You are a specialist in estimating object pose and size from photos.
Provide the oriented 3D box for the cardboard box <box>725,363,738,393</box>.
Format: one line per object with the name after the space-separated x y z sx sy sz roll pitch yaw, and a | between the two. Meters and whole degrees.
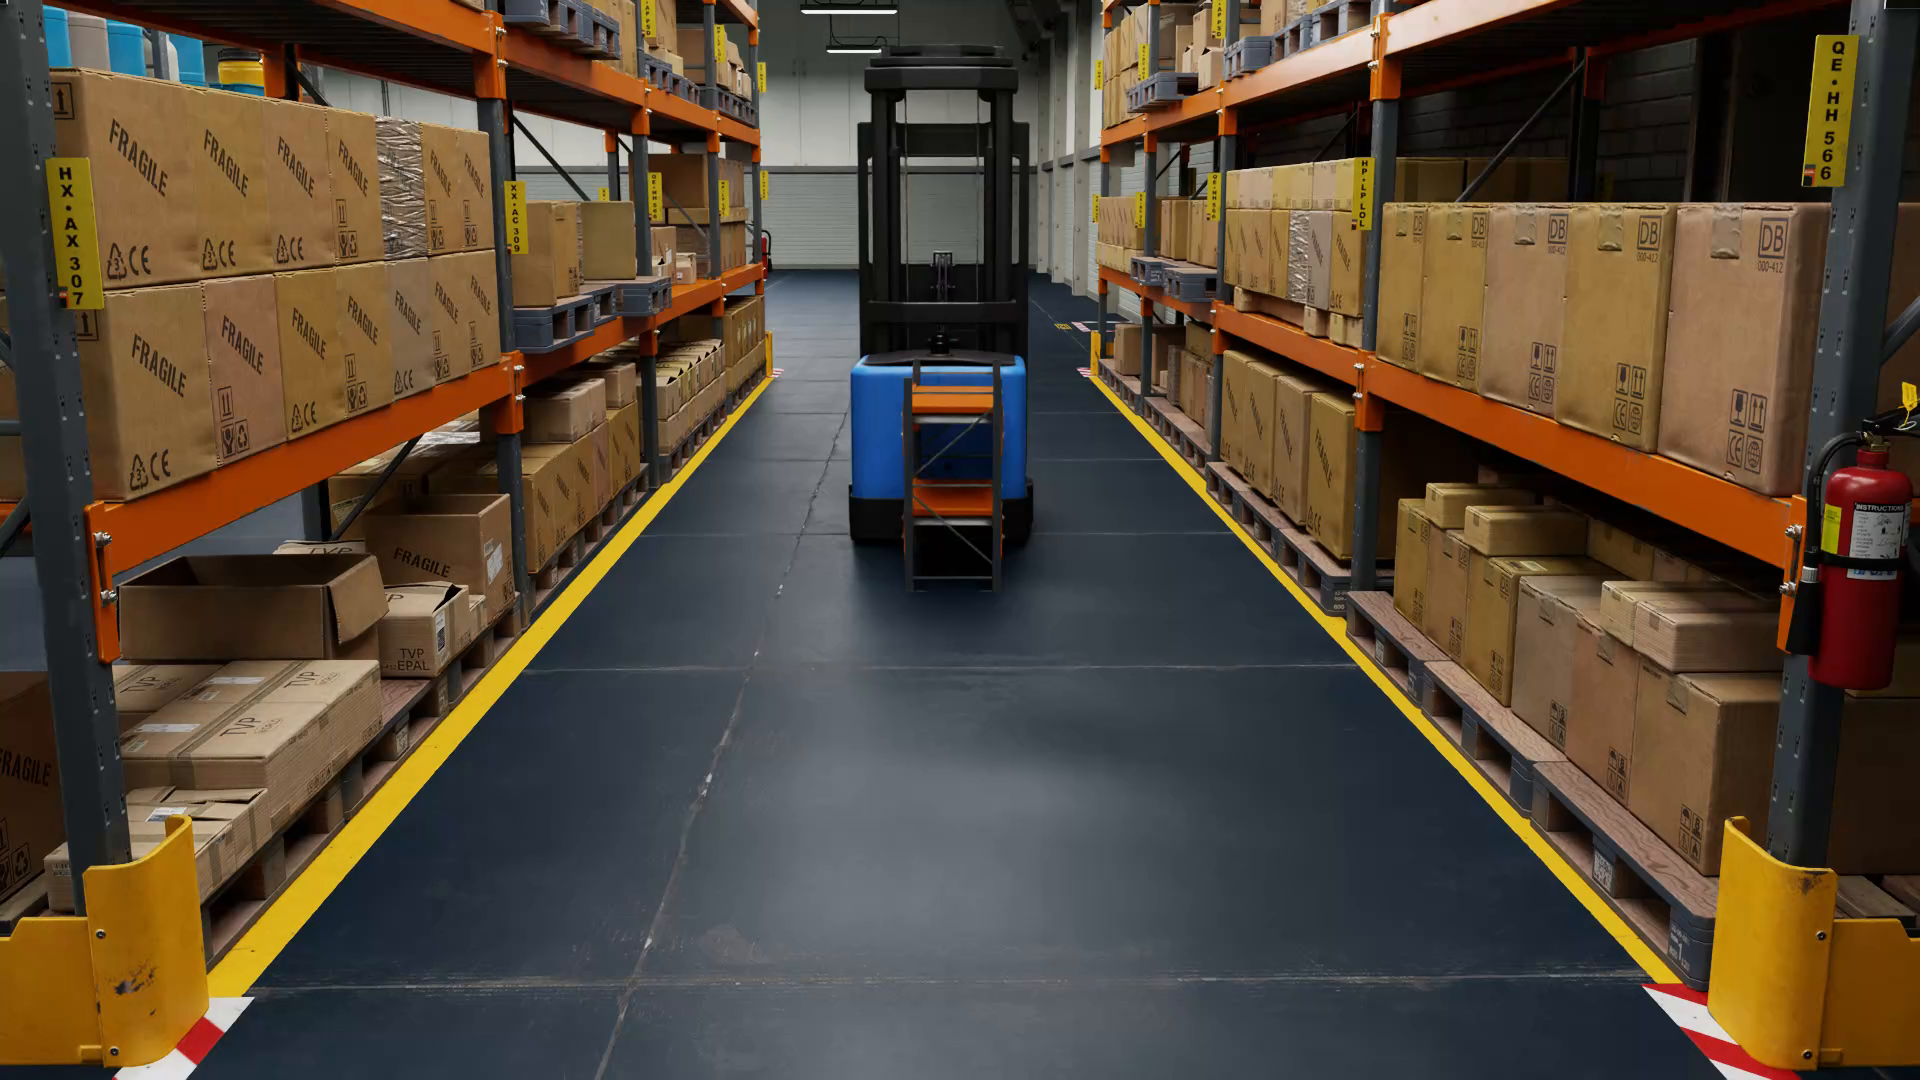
-2.436 -1.580 16.160 0.500 0.250 0.500 0 11 -1 | cardboard box

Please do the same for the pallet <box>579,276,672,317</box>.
-2.562 -1.604 10.905 1.213 0.211 1.003 0 11 -1 | pallet

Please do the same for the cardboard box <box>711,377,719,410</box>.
-2.422 -1.304 14.804 0.500 0.250 0.500 0 11 -2 | cardboard box

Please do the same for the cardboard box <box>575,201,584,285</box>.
-2.693 -1.780 9.982 0.700 0.500 0.500 2 12 10 | cardboard box

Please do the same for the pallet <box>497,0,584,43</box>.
-2.507 -2.546 7.990 1.213 0.211 1.003 0 11 -1 | pallet

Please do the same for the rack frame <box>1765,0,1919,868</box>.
2.471 -0.264 3.814 1.000 3.000 0.127 0 11 -1 | rack frame

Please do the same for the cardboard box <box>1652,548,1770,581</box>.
2.537 0.122 5.513 0.380 0.149 0.250 0 11 0 | cardboard box

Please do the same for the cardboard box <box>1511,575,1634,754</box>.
2.335 0.417 5.688 0.700 0.500 0.500 -1 11 -3 | cardboard box

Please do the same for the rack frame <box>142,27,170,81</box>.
-7.682 -5.548 14.775 1.000 3.000 0.127 0 11 -1 | rack frame

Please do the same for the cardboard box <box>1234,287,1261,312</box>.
1.999 -1.571 10.839 0.380 0.149 0.250 0 11 1 | cardboard box

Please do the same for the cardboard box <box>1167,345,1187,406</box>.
2.255 -1.493 15.056 0.700 0.500 0.500 0 11 1 | cardboard box

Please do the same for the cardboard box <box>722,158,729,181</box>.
-2.776 -3.700 17.239 0.700 0.500 0.500 0 11 -1 | cardboard box

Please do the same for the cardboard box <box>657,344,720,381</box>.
-2.417 -1.578 14.743 0.500 0.311 0.500 0 11 0 | cardboard box

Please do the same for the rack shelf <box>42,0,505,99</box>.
-2.523 -1.758 5.443 1.077 0.370 4.000 0 11 -1 | rack shelf

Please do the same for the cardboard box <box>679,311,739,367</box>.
-2.426 -1.947 16.086 0.500 0.500 0.500 0 11 -1 | cardboard box

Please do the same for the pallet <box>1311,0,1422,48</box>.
2.320 -2.617 8.352 0.805 0.209 1.217 -1 11 -3 | pallet

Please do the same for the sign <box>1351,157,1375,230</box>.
1.846 -1.583 7.606 0.100 0.325 0.005 0 11 -1 | sign

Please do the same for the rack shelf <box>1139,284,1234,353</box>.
2.265 -1.899 13.684 1.077 0.370 4.000 0 11 -1 | rack shelf

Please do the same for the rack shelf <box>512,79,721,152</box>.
-2.688 -3.348 13.282 1.077 0.370 4.000 0 11 -1 | rack shelf

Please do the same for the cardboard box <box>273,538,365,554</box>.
-2.772 0.149 7.438 0.500 0.311 0.500 0 11 -1 | cardboard box

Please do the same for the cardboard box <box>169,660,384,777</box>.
-2.230 0.581 5.458 0.500 0.250 0.500 0 11 -1 | cardboard box

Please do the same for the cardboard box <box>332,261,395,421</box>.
-2.259 -0.683 5.628 0.500 0.500 0.500 0 11 0 | cardboard box

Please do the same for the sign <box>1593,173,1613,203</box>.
2.943 -1.524 7.652 0.100 0.325 0.005 0 11 -1 | sign

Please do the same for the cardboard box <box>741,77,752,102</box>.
-2.525 -4.866 17.926 0.500 0.250 0.500 0 11 -1 | cardboard box

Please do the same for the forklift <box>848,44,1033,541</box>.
-0.099 -1.671 10.926 1.130 2.935 3.031 0 11 1 | forklift

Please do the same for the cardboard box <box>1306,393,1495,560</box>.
2.245 -0.340 8.540 0.750 0.750 0.750 0 11 0 | cardboard box

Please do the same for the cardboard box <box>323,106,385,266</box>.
-2.262 -1.175 5.541 0.500 0.500 0.500 0 11 -2 | cardboard box

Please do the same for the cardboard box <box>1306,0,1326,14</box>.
2.435 -3.277 9.767 0.700 0.500 0.500 0 11 2 | cardboard box

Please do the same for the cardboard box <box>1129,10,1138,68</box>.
1.920 -4.876 16.188 0.500 0.500 0.500 0 11 2 | cardboard box

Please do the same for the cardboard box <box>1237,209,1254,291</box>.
2.062 -1.857 10.617 0.500 0.500 0.500 0 11 1 | cardboard box

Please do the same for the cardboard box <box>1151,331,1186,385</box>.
2.162 -1.846 16.793 0.500 0.500 0.500 -1 12 -5 | cardboard box

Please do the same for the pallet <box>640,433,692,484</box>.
-2.625 -0.630 12.634 1.003 0.211 1.213 0 11 -1 | pallet

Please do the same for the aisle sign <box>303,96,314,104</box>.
-7.469 -4.693 19.109 0.394 0.787 0.004 0 11 -1 | aisle sign

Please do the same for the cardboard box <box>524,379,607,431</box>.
-2.362 -0.791 9.710 0.500 0.250 0.500 0 11 -2 | cardboard box

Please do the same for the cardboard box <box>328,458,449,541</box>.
-2.861 -0.125 8.312 0.500 0.500 0.500 0 11 -1 | cardboard box

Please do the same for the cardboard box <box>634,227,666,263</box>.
-2.709 -2.320 13.699 0.500 0.500 0.500 0 11 -1 | cardboard box

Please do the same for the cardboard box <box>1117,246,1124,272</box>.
1.883 -2.877 17.024 0.500 0.250 0.500 0 11 -1 | cardboard box

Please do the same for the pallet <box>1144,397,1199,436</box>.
2.241 -1.128 15.087 1.003 0.211 1.213 0 11 -1 | pallet

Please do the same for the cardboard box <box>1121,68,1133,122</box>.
1.919 -4.488 16.790 0.500 0.500 0.500 -1 11 -3 | cardboard box

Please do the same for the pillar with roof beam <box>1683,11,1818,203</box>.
-1.036 -3.846 6.382 9.100 9.000 0.400 0 11 -1 | pillar with roof beam

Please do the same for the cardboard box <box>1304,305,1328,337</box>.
2.045 -1.166 8.841 0.380 0.149 0.250 0 11 -1 | cardboard box

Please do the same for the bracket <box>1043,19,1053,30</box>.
2.178 -12.700 40.971 0.235 0.232 0.430 0 11 -1 | bracket

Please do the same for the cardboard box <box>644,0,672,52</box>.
-2.721 -4.362 13.906 0.500 0.500 0.500 1 12 4 | cardboard box

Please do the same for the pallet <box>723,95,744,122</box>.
-2.795 -4.466 17.206 1.003 0.211 1.213 0 11 -1 | pallet

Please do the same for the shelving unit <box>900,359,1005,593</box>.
-0.028 -0.378 9.092 0.538 1.125 1.048 0 11 1 | shelving unit

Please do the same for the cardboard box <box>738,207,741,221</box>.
-2.598 -3.562 18.189 0.380 0.149 0.250 0 11 0 | cardboard box

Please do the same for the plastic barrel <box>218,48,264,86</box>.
-7.614 -4.945 17.818 0.600 0.588 0.600 0 11 0 | plastic barrel

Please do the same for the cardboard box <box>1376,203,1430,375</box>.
2.383 -1.098 7.172 0.980 0.700 0.700 0 11 0 | cardboard box

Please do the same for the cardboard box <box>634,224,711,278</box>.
-2.745 -2.765 15.893 0.700 0.500 0.500 -1 11 -3 | cardboard box

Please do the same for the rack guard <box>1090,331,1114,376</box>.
2.142 -2.204 19.666 1.175 0.500 0.348 0 11 -1 | rack guard

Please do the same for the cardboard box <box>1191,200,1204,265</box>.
2.238 -2.459 13.280 0.700 0.500 0.500 0 11 -1 | cardboard box

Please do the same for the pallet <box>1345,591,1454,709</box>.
2.326 0.459 7.264 1.003 0.211 1.213 0 11 -1 | pallet

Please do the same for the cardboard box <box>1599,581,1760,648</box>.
2.166 0.223 5.013 0.380 0.149 0.250 0 11 0 | cardboard box

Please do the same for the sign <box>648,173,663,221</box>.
-2.104 -2.366 11.462 0.100 0.325 0.005 0 11 -1 | sign

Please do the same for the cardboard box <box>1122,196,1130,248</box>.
1.888 -3.145 16.456 0.500 0.500 0.500 0 11 -1 | cardboard box
